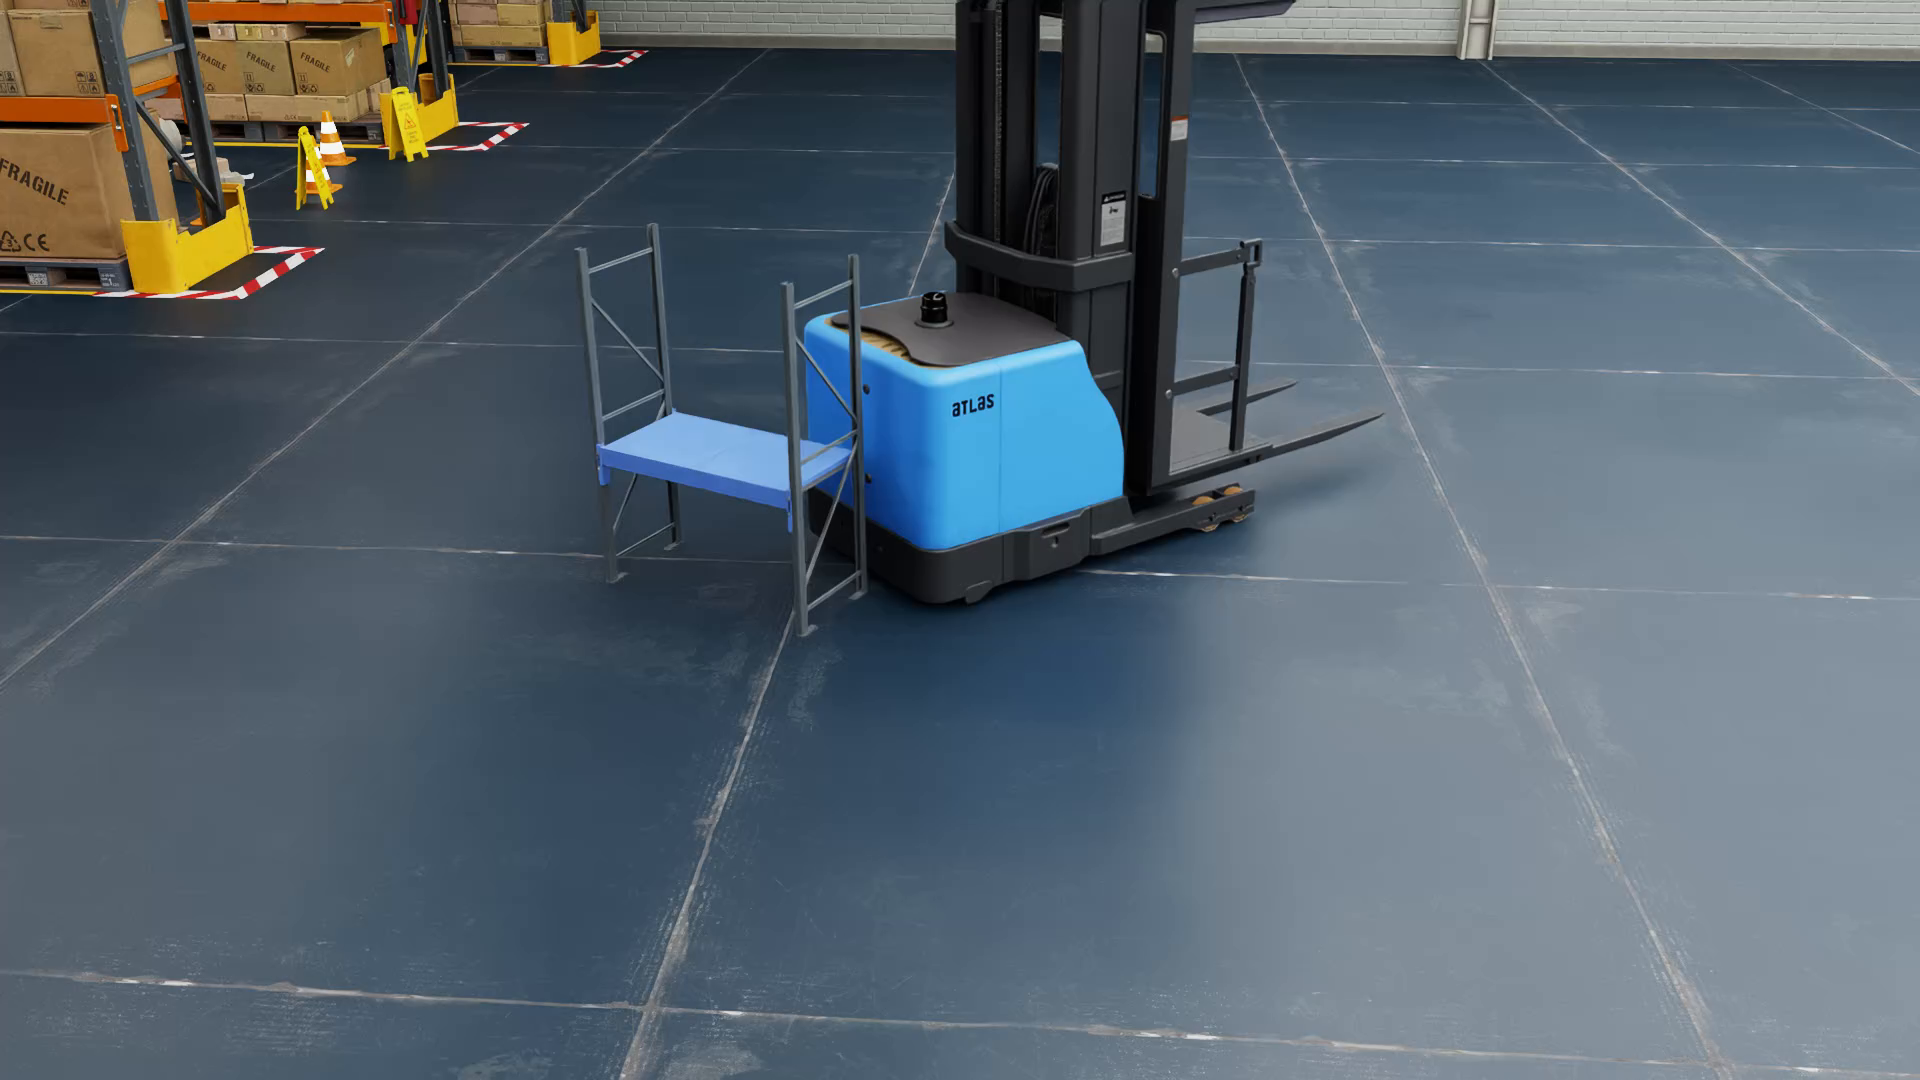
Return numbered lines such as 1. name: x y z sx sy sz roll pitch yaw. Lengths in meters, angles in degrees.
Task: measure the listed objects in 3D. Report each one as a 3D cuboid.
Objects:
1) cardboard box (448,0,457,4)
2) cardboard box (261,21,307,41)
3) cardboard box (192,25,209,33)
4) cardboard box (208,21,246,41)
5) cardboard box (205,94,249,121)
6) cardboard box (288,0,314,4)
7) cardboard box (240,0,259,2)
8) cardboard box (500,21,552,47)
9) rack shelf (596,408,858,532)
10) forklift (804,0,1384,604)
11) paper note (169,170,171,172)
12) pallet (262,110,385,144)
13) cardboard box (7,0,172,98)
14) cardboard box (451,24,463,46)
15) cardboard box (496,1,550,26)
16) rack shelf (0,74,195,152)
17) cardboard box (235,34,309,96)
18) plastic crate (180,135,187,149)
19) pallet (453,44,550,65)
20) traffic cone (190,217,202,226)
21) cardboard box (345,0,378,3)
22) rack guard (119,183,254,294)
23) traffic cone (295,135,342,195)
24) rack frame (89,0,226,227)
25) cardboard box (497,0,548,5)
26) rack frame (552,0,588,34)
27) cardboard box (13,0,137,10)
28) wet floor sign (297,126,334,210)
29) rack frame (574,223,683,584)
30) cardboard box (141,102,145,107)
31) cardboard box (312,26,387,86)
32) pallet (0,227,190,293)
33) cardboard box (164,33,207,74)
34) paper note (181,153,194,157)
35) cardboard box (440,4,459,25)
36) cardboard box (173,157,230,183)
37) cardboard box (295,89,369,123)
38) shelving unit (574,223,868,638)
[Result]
1. cardboard box: -6.355 -6.742 20.405 0.500 0.250 0.500 2 25 5
2. cardboard box: -6.425 -4.845 15.804 0.250 0.149 0.380 3 25 6
3. cardboard box: -7.597 -4.839 16.567 0.500 0.500 0.500 3 25 7
4. cardboard box: -6.938 -4.863 15.844 0.250 0.149 0.380 3 25 6
5. cardboard box: -7.100 -4.257 16.199 0.500 0.250 0.500 1 25 2
6. cardboard box: -6.139 -5.155 15.664 0.250 0.149 0.380 1 25 3
7. cardboard box: -6.643 -5.217 15.800 0.250 0.149 0.380 2 25 5
8. cardboard box: -5.351 -6.261 20.555 0.500 0.250 0.500 2 25 4
9. rack shelf: -0.982 -0.311 7.061 1.000 0.185 0.538 13 28 27
10. forklift: 0.791 -1.531 7.572 3.031 2.935 1.130 -17 30 -32
11. paper note: -7.165 -3.303 14.906 0.142 0.019 0.148 11 27 22
12. pallet: -6.118 -4.143 16.502 1.213 0.211 1.003 2 25 4
13. cardboard box: -5.887 -3.362 11.288 0.550 0.550 0.875 2 25 4
14. cardboard box: -6.345 -6.300 20.641 0.500 0.250 0.500 2 25 5
15. cardboard box: -5.368 -6.490 20.454 0.500 0.250 0.500 2 25 3
16. rack shelf: -7.507 -3.038 11.624 4.000 0.370 1.077 2 25 4
17. cardboard box: -6.574 -4.581 16.008 0.500 0.500 0.500 3 25 6
18. plastic crate: -7.721 -3.776 15.862 0.583 0.080 0.402 -7 26 -14
19. pallet: -5.624 -6.176 20.919 1.213 0.211 1.003 2 25 4
20. traffic cone: -5.934 -2.757 13.188 0.334 0.463 0.336 2 25 4
21. cardboard box: -5.624 -5.176 15.710 0.250 0.149 0.380 3 25 6
22. rack guard: -5.489 -2.164 11.855 0.348 0.500 1.175 2 25 4
23. traffic cone: -5.508 -3.217 14.188 0.334 0.463 0.336 2 25 4
24. rack frame: -5.513 -3.300 11.334 0.127 3.000 1.000 2 25 4
25. cardboard box: -5.342 -6.716 20.349 0.500 0.250 0.500 3 25 6
26. rack frame: -4.859 -7.436 20.321 0.127 3.000 1.000 2 25 4
27. cardboard box: -5.880 -3.887 11.138 0.550 0.550 0.875 2 25 4
28. wet floor sign: -5.333 -3.055 13.618 0.232 0.644 0.267 -2 25 -5
29. rack frame: -1.423 -0.579 7.215 0.032 1.500 0.500 13 28 27
30. cardboard box: -8.122 -4.293 16.278 0.500 0.250 0.500 3 25 7
31. cardboard box: -6.042 -4.791 16.463 0.500 0.500 0.500 1 25 2
32. pallet: -6.316 -2.027 11.902 1.213 0.211 1.003 2 25 4
33. cardboard box: -7.604 -4.616 16.084 0.500 0.500 0.500 3 25 7
34. paper note: -7.227 -3.606 15.551 0.148 0.019 0.142 -7 26 -14
35. cardboard box: -6.383 -6.518 20.516 0.500 0.250 0.500 1 25 3
36. cardboard box: -6.696 -3.272 14.682 0.250 0.149 0.380 16 29 31
37. cardboard box: -6.085 -4.223 16.126 0.500 0.250 0.500 2 25 4
38. shelving unit: -0.982 -0.474 6.986 1.048 1.500 0.538 13 28 27
